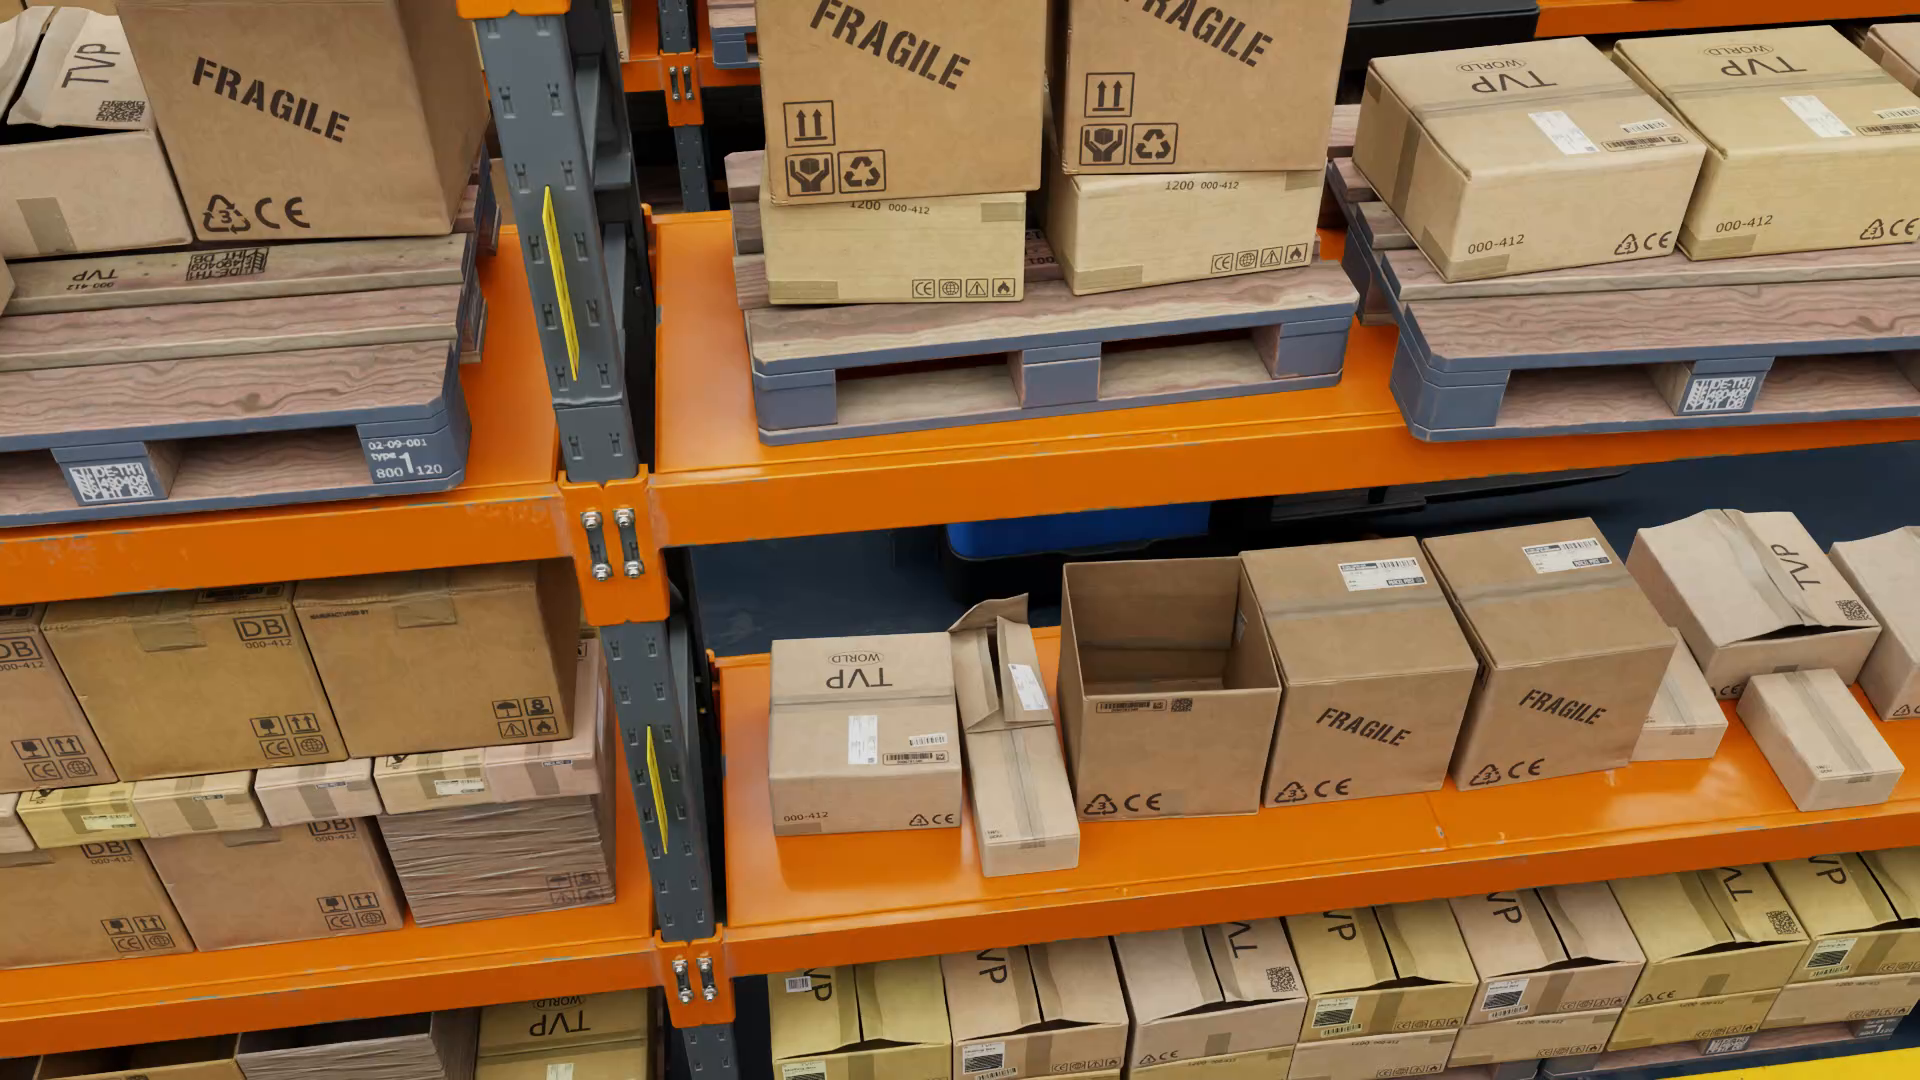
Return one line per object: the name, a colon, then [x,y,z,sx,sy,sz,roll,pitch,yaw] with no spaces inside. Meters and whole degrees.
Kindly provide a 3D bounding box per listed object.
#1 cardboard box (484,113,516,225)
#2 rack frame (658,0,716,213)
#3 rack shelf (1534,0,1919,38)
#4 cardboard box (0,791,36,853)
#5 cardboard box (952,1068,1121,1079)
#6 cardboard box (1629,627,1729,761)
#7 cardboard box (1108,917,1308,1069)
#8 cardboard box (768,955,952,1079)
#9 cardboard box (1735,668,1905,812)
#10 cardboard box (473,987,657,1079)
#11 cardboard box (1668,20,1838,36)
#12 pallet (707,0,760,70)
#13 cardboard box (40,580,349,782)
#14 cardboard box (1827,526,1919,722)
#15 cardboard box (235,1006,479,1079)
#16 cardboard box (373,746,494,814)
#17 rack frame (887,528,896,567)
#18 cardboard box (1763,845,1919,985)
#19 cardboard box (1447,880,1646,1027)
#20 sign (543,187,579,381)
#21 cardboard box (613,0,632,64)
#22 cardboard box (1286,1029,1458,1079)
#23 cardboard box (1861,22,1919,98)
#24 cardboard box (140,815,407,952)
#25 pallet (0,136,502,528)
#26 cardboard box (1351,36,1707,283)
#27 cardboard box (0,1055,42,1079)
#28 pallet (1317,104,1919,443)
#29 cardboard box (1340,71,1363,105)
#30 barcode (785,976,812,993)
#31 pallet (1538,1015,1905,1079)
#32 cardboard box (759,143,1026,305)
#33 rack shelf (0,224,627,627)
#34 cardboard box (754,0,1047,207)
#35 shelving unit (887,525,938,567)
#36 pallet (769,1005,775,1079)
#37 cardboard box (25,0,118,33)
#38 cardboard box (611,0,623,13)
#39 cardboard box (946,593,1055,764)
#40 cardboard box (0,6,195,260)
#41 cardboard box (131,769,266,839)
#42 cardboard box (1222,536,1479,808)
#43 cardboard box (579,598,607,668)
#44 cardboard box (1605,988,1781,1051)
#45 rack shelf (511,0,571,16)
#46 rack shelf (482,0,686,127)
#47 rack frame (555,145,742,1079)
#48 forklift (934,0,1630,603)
cardboard box: [-2.414,-1.869,8.620,0.500,0.500,0.500,-8,43,-9]
rack frame: [-1.390,-2.750,8.059,0.127,3.000,1.000,-5,42,-6]
rack shelf: [4.559,-3.004,8.878,4.000,0.370,1.077,-5,42,-6]
cardboard box: [-2.245,0.537,3.857,0.250,0.149,0.380,-4,42,-4]
cardboard box: [0.195,1.491,5.097,0.500,0.250,0.500,-4,42,-4]
cardboard box: [1.965,0.434,4.717,0.250,0.149,0.380,-2,42,-2]
cardboard box: [0.708,1.240,4.956,0.500,0.311,0.500,-6,42,-7]
cardboard box: [-0.302,1.326,4.861,0.500,0.311,0.500,-5,42,-5]
cardboard box: [2.366,0.547,4.592,0.250,0.149,0.380,-5,42,-6]
cardboard box: [-1.175,1.590,4.987,0.500,0.250,0.500,-5,42,-6]
cardboard box: [4.192,-2.504,9.078,0.750,0.750,0.750,-5,42,-6]
pallet: [-0.613,-2.649,8.090,1.213,0.211,1.003,-5,42,-6]
cardboard box: [-1.684,0.108,3.847,0.500,0.500,0.700,-5,42,-6]
cardboard box: [2.856,0.228,4.824,0.500,0.311,0.500,-3,42,-3]
cardboard box: [-1.673,1.347,4.696,0.500,0.500,0.500,-5,42,-6]
cardboard box: [-1.231,0.448,3.955,0.250,0.149,0.380,-6,42,-6]
rack frame: [-0.296,-0.410,6.808,0.006,1.200,0.240,-6,42,-7]
cardboard box: [2.735,1.058,5.158,0.500,0.311,0.500,-4,42,-4]
cardboard box: [1.719,1.149,5.057,0.500,0.311,0.500,-5,42,-6]
sign: [-0.670,-0.427,2.799,0.005,0.325,0.100,-5,42,-6]
cardboard box: [-1.820,-2.459,7.834,0.500,0.250,0.500,-5,42,-5]
cardboard box: [1.213,1.400,5.197,0.500,0.250,0.500,-4,42,-5]
cardboard box: [2.262,-0.888,3.553,0.500,0.250,0.500,-4,42,-4]
cardboard box: [-1.705,0.595,4.276,0.500,0.500,0.700,-5,42,-6]
pallet: [-1.586,-0.450,3.336,1.213,0.211,1.003,-5,42,-6]
cardboard box: [1.160,-0.800,3.456,0.500,0.250,0.500,-8,43,-9]
cardboard box: [-2.662,1.446,4.587,0.500,0.500,0.500,-5,42,-6]
pallet: [1.452,-0.634,3.615,1.213,0.211,1.003,-3,42,-4]
cardboard box: [1.869,-2.235,9.027,0.500,0.500,0.700,-4,42,-5]
barcode: [-0.437,1.202,4.499,0.075,0.075,0.001,-5,42,-6]
pallet: [2.401,1.273,5.681,1.213,0.211,1.003,-5,42,-6]
cardboard box: [-0.132,-0.722,3.370,0.500,0.250,0.500,-1,42,-1]
rack shelf: [-2.727,-0.134,3.456,4.000,0.370,1.077,-5,42,-6]
cardboard box: [-0.127,-0.980,3.096,0.500,0.500,0.500,-5,42,-5]
shelving unit: [-0.206,-0.420,6.820,0.189,1.200,0.258,-6,42,-7]
pallet: [-0.018,1.485,5.446,1.213,0.211,1.003,-5,42,-6]
cardboard box: [-3.839,-2.552,7.377,0.500,0.500,0.500,-6,42,-7]
cardboard box: [-1.819,-2.734,7.578,0.500,0.500,0.500,-5,42,-6]
cardboard box: [0.104,0.391,4.677,0.258,0.266,0.396,-6,42,-7]
cardboard box: [-1.813,-0.834,3.344,0.500,0.311,0.500,-7,43,-8]
cardboard box: [-1.751,0.495,3.902,0.250,0.149,0.380,-5,42,-6]
cardboard box: [1.039,0.357,4.540,0.500,0.500,0.500,-5,42,-5]
cardboard box: [-1.036,0.156,4.278,0.250,0.149,0.380,-5,42,-6]
cardboard box: [2.222,1.312,5.295,0.500,0.250,0.500,-5,42,-6]
rack shelf: [1.239,-1.446,2.970,4.000,0.370,1.077,-5,42,-6]
rack shelf: [-3.373,-2.309,8.108,4.000,0.370,1.077,-5,42,-6]
rack frame: [-0.744,0.540,4.412,0.127,3.000,1.000,-5,42,-6]
forklift: [1.378,-1.277,6.477,3.031,2.935,1.130,-6,42,-7]
